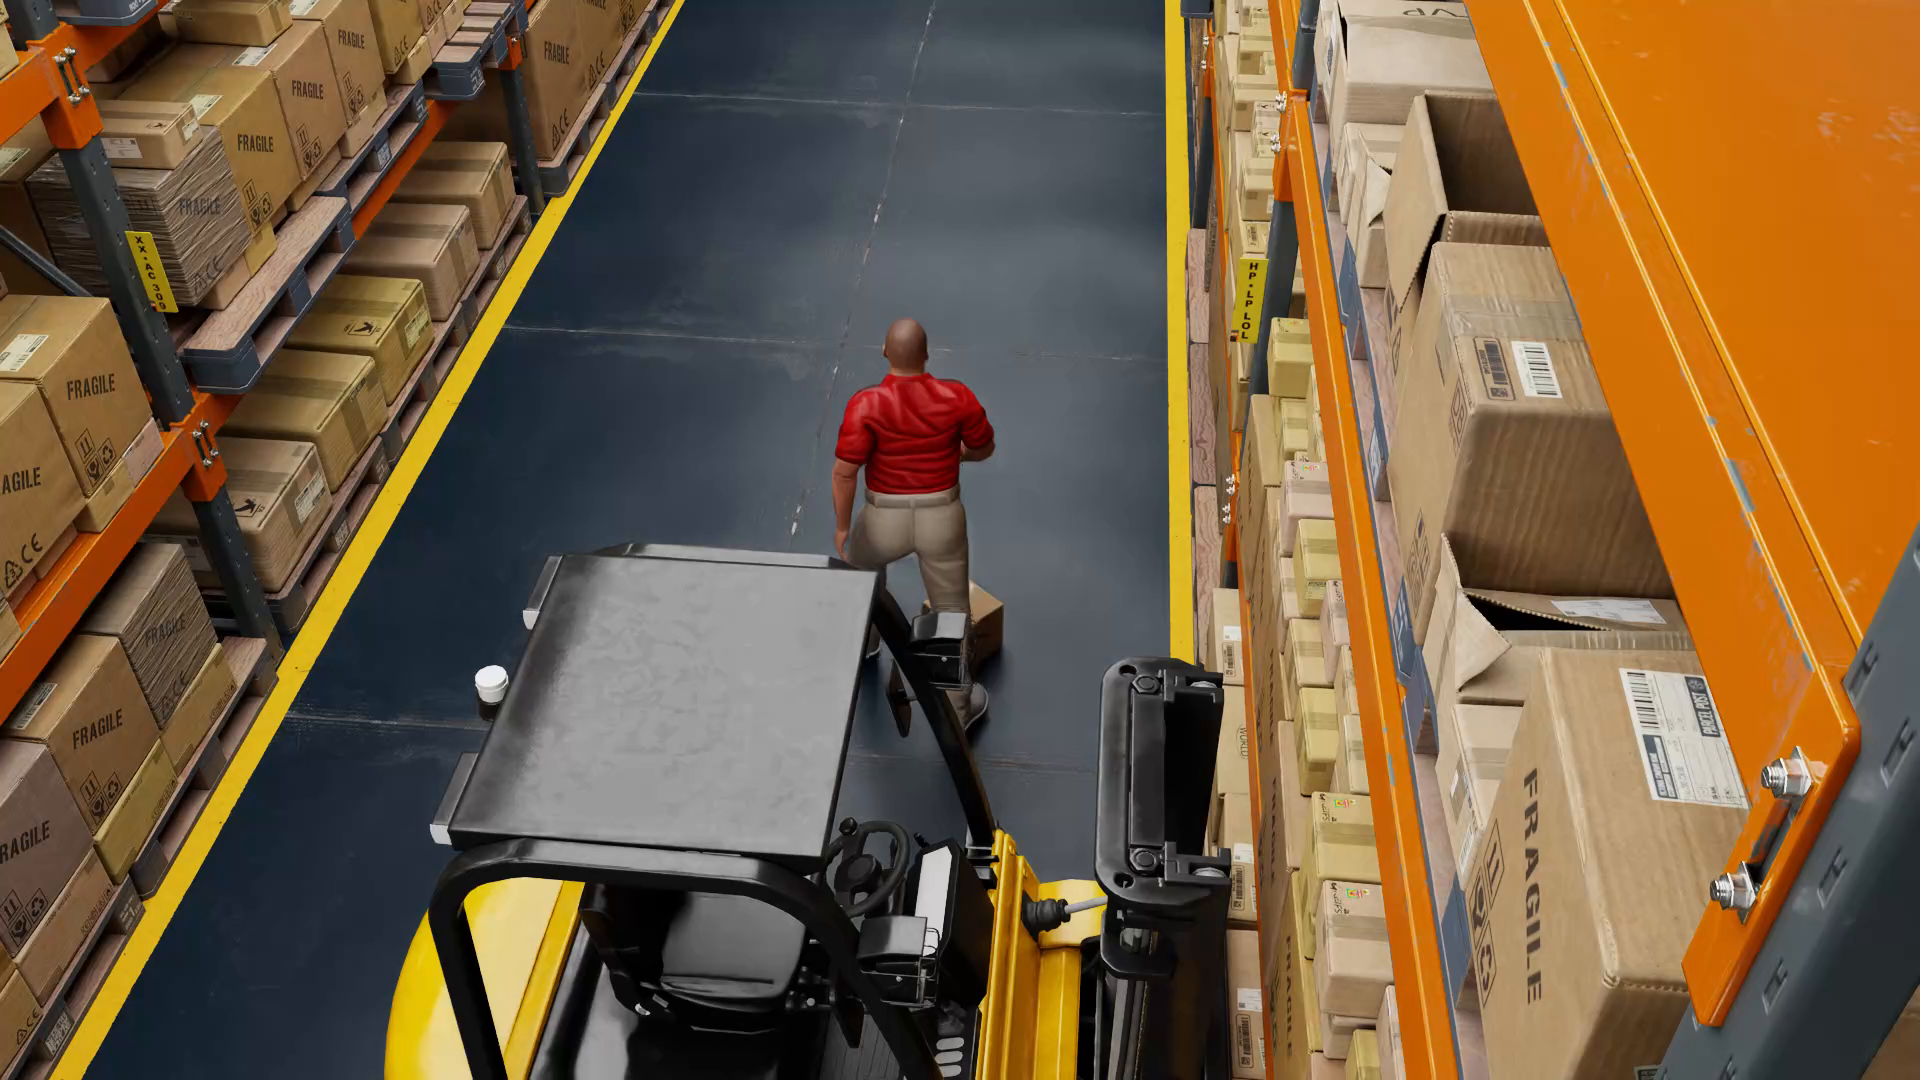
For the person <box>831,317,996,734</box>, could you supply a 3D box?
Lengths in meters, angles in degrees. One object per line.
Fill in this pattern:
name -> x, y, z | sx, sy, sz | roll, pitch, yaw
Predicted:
person -> -0.195, -0.069, 6.562 | 0.680, 1.660, 0.861 | -2, 40, -2
